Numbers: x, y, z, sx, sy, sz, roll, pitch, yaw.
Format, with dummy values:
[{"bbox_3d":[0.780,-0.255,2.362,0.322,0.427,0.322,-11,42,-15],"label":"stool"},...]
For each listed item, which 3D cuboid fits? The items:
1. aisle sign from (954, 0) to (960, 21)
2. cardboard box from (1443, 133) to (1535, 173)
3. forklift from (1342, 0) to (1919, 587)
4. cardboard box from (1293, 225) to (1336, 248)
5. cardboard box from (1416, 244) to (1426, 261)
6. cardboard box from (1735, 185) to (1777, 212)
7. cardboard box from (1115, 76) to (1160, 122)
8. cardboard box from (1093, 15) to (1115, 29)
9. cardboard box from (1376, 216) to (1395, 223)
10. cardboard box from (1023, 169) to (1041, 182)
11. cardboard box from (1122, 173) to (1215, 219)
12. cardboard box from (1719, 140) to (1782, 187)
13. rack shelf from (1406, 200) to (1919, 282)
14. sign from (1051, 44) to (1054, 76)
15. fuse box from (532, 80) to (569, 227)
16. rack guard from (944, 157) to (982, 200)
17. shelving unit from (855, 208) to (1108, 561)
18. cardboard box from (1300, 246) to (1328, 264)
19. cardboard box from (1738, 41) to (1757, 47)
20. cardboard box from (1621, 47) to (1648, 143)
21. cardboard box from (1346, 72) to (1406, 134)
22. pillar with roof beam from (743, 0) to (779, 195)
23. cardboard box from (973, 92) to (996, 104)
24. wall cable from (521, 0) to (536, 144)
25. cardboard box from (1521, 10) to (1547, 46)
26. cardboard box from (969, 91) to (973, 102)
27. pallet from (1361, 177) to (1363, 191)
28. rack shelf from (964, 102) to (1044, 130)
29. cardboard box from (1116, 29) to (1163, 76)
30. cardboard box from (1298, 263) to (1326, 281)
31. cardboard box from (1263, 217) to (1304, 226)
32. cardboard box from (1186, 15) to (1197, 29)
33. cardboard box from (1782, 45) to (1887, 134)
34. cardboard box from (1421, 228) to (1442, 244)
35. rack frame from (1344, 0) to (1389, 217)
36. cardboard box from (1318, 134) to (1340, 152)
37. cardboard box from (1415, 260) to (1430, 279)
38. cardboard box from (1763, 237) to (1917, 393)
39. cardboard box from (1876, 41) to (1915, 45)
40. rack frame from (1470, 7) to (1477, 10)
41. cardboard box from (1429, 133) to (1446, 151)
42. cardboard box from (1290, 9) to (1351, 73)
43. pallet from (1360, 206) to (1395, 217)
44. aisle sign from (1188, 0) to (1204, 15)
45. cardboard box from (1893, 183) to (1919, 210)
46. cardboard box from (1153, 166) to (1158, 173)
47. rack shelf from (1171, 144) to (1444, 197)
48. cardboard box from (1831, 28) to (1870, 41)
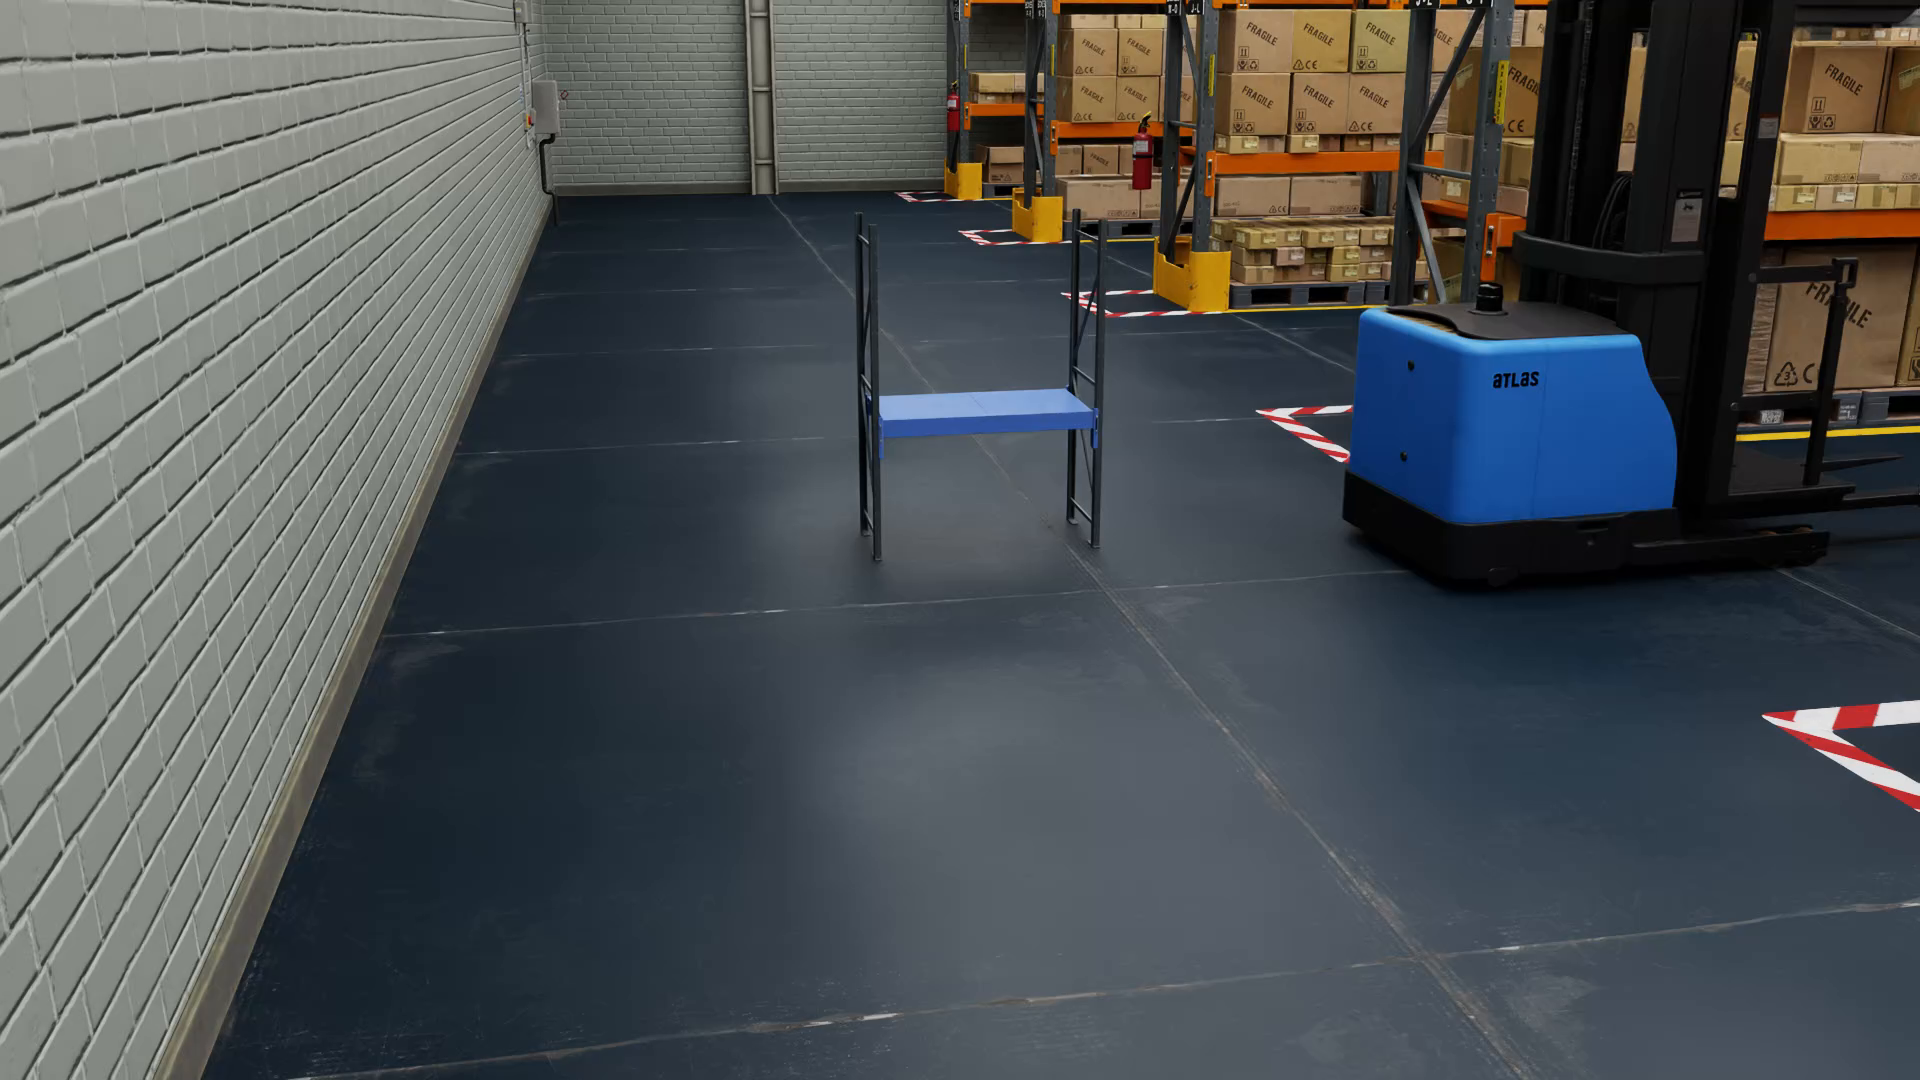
[{"bbox_3d":[-0.046,-7.543,22.834,0.004,0.787,0.394,-3,17,-10],"label":"aisle sign"},{"bbox_3d":[3.216,-2.275,9.860,0.500,0.250,0.500,-4,17,-11],"label":"cardboard box"},{"bbox_3d":[3.392,-1.421,7.445,3.031,2.935,1.130,-4,18,-14],"label":"forklift"},{"bbox_3d":[3.047,-2.618,14.352,0.250,0.149,0.380,-3,17,-11],"label":"cardboard box"},{"bbox_3d":[4.056,-2.575,14.719,0.250,0.149,0.380,-2,17,-8],"label":"cardboard box"},{"bbox_3d":[4.464,-1.978,9.571,0.250,0.149,0.380,-3,17,-11],"label":"cardboard box"},{"bbox_3d":[1.928,-4.986,18.766,0.500,0.500,0.500,-3,17,-11],"label":"cardboard box"},{"bbox_3d":[1.555,-5.769,18.508,0.250,0.149,0.380,-3,17,-9],"label":"cardboard box"},{"bbox_3d":[3.959,-2.843,15.086,0.250,0.149,0.380,-3,17,-10],"label":"cardboard box"},{"bbox_3d":[1.008,-5.246,23.923,0.250,0.149,0.380,-4,18,-13],"label":"cardboard box"},{"bbox_3d":[2.437,-4.053,19.548,0.875,0.438,0.875,-3,17,-9],"label":"cardboard box"},{"bbox_3d":[4.316,-2.179,9.545,0.500,0.250,0.500,-4,17,-12],"label":"cardboard box"},{"bbox_3d":[4.754,-1.869,10.013,4.000,0.370,1.077,-3,17,-10],"label":"rack shelf"},{"bbox_3d":[1.010,-5.250,18.185,0.005,0.325,0.100,-3,17,-10],"label":"sign"},{"bbox_3d":[-4.877,-4.635,19.988,0.414,1.711,0.539,-3,17,-10],"label":"fuse box"},{"bbox_3d":[0.040,-5.198,23.884,0.348,0.500,1.175,-3,17,-10],"label":"rack guard"},{"bbox_3d":[0.084,-0.722,7.607,1.048,1.500,0.538,-3,17,-10],"label":"shelving unit"},{"bbox_3d":[3.015,-2.510,14.509,0.250,0.149,0.380,-3,17,-10],"label":"cardboard box"},{"bbox_3d":[9.251,-5.753,20.041,0.500,0.500,0.500,-4,17,-12],"label":"cardboard box"},{"bbox_3d":[3.804,-2.507,9.337,0.500,0.500,0.500,-4,17,-12],"label":"cardboard box"},{"bbox_3d":[3.446,-3.733,14.180,0.500,0.500,0.500,-3,17,-10],"label":"cardboard box"},{"bbox_3d":[-2.036,-8.125,18.939,0.400,9.000,9.100,-3,17,-10],"label":"pillar with roof beam"},{"bbox_3d":[0.340,-6.208,23.343,0.250,0.149,0.380,-3,17,-11],"label":"cardboard box"},{"bbox_3d":[-4.902,-5.531,18.981,0.122,1.984,0.588,-3,17,-10],"label":"wall cable"},{"bbox_3d":[4.959,-4.293,14.300,0.500,0.500,0.500,-4,17,-12],"label":"cardboard box"},{"bbox_3d":[0.240,-6.365,23.853,0.250,0.149,0.380,-3,17,-11],"label":"cardboard box"},{"bbox_3d":[5.884,-5.404,25.046,1.213,0.211,1.003,-3,17,-10],"label":"pallet"},{"bbox_3d":[1.929,-6.156,23.972,4.000,0.370,1.077,-3,17,-10],"label":"rack shelf"},{"bbox_3d":[1.942,-5.459,18.604,0.500,0.500,0.500,-4,17,-12],"label":"cardboard box"},{"bbox_3d":[3.008,-2.366,14.545,0.250,0.149,0.380,-3,17,-10],"label":"cardboard box"},{"bbox_3d":[2.908,-2.810,14.979,0.250,0.149,0.380,-4,17,-12],"label":"cardboard box"},{"bbox_3d":[2.588,-5.802,18.615,0.250,0.149,0.380,-3,17,-10],"label":"cardboard box"},{"bbox_3d":[5.204,-2.745,10.110,0.500,0.500,0.500,-4,17,-12],"label":"cardboard box"},{"bbox_3d":[4.045,-2.711,14.656,0.250,0.149,0.380,-3,17,-10],"label":"cardboard box"},{"bbox_3d":[4.838,-5.181,19.571,0.127,3.000,1.000,-3,17,-10],"label":"rack frame"},{"bbox_3d":[3.074,-3.420,14.265,0.250,0.149,0.380,-2,17,-8],"label":"cardboard box"},{"bbox_3d":[4.040,-2.402,14.663,0.250,0.149,0.380,-3,17,-10],"label":"cardboard box"},{"bbox_3d":[5.171,-1.445,10.312,0.875,0.875,0.875,-3,17,-10],"label":"cardboard box"},{"bbox_3d":[11.288,-5.870,20.424,0.500,0.500,0.500,-3,17,-9],"label":"cardboard box"},{"bbox_3d":[7.820,-6.834,24.954,0.127,3.000,1.000,-3,17,-10],"label":"rack frame"},{"bbox_3d":[4.119,-3.448,14.358,0.250,0.149,0.380,-3,17,-9],"label":"cardboard box"},{"bbox_3d":[2.934,-4.183,13.943,0.500,0.500,0.500,-3,17,-9],"label":"cardboard box"},{"bbox_3d":[5.581,-3.913,20.191,1.213,0.211,1.003,-3,17,-10],"label":"pallet"},{"bbox_3d":[1.934,-4.689,13.542,0.004,0.787,0.394,-3,17,-10],"label":"aisle sign"},{"bbox_3d":[5.470,-2.035,9.757,0.250,0.149,0.380,-3,17,-9],"label":"cardboard box"},{"bbox_3d":[2.773,-5.457,24.609,0.250,0.149,0.380,-3,17,-11],"label":"cardboard box"},{"bbox_3d":[3.913,-3.304,14.686,4.000,0.370,1.077,-3,17,-10],"label":"rack shelf"},{"bbox_3d":[11.117,-6.313,20.760,0.250,0.149,0.380,-2,17,-7],"label":"cardboard box"}]
